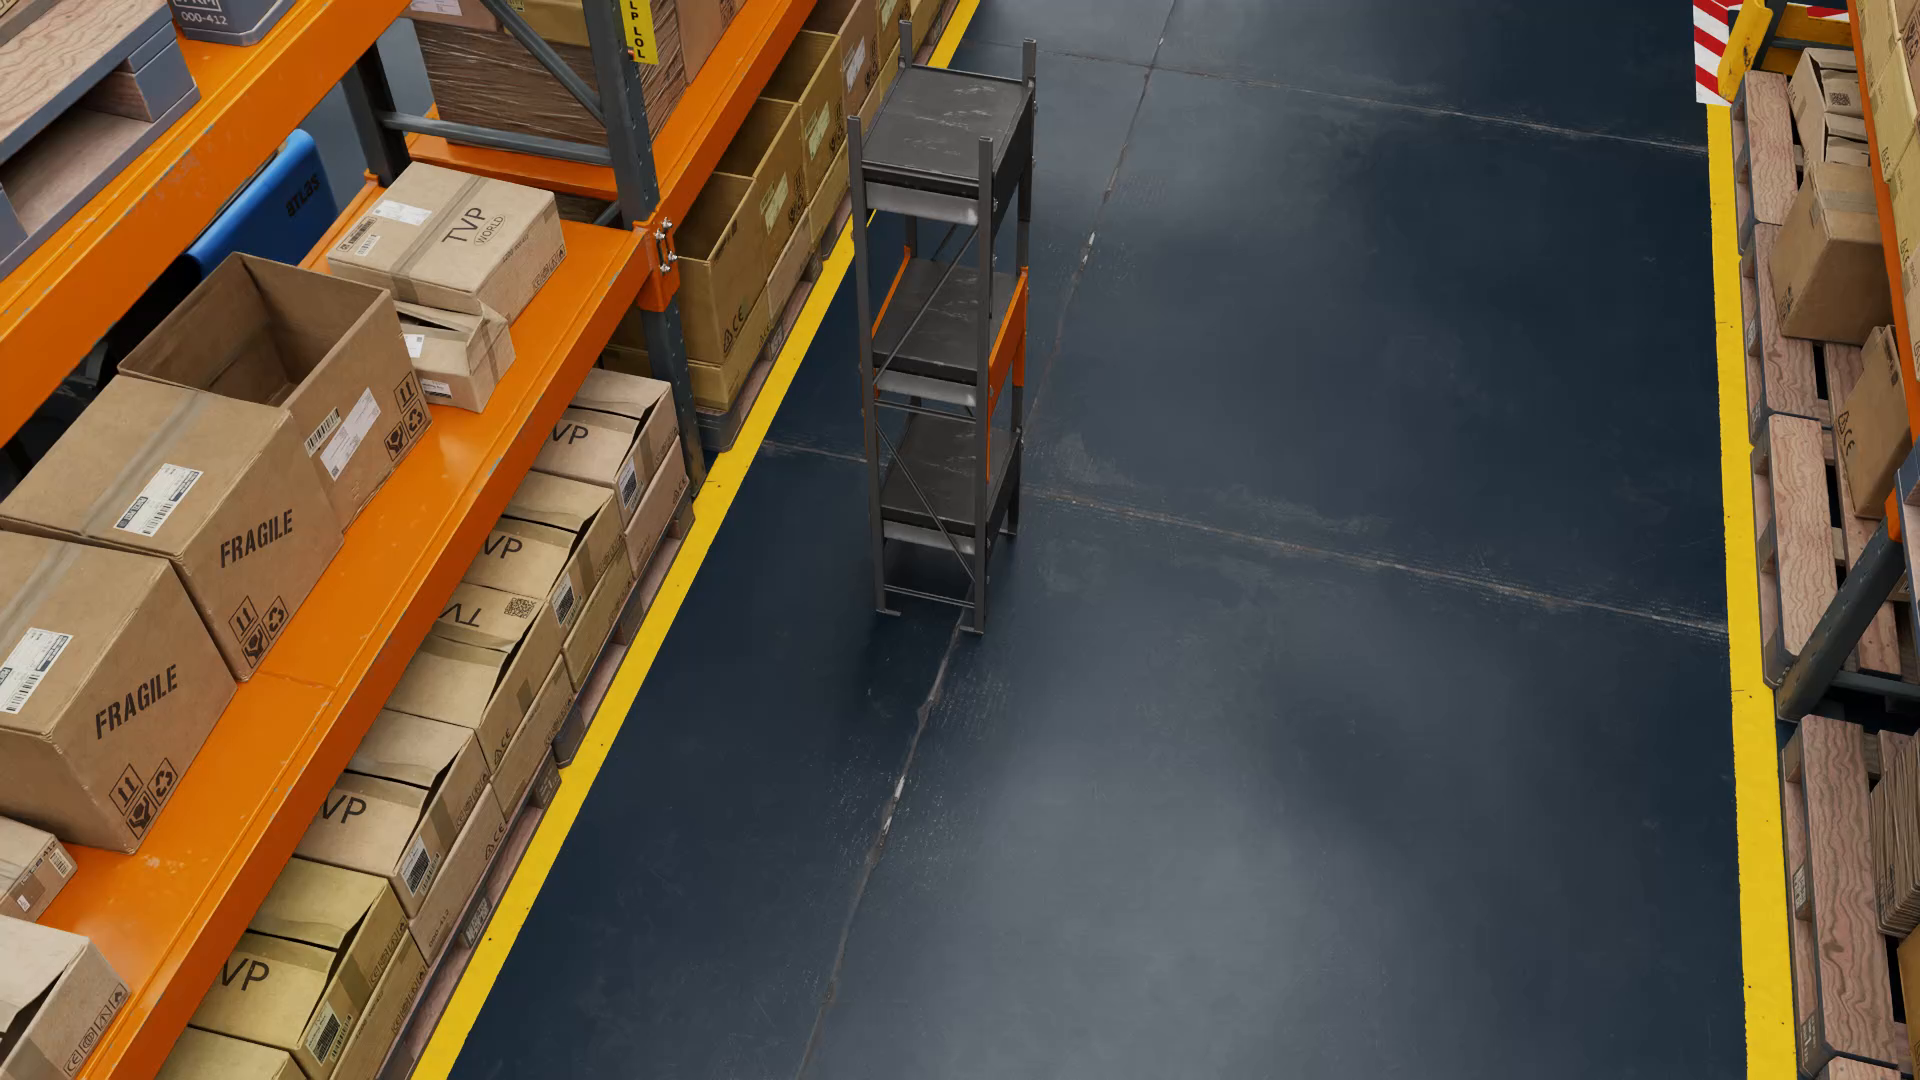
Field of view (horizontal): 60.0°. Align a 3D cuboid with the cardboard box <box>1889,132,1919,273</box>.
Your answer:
[{"bbox_3d":[3.269,-1.037,5.251,0.500,0.250,0.500,12,50,10],"label":"cardboard box"}]

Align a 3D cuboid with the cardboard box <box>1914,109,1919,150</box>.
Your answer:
[{"bbox_3d":[3.250,-1.289,4.973,0.500,0.500,0.500,11,50,10],"label":"cardboard box"}]

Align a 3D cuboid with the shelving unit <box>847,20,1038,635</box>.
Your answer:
[{"bbox_3d":[-0.044,-0.575,5.357,0.431,2.100,0.503,12,50,10],"label":"shelving unit"}]

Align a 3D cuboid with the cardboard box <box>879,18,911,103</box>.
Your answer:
[{"bbox_3d":[-0.536,-2.244,7.783,0.500,0.250,0.500,12,50,10],"label":"cardboard box"}]

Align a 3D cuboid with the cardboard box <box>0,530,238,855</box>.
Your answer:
[{"bbox_3d":[-2.109,0.350,3.874,0.500,0.500,0.500,9,49,8],"label":"cardboard box"}]

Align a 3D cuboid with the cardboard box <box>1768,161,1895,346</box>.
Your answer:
[{"bbox_3d":[3.690,-1.115,6.607,0.700,0.500,0.500,9,49,8],"label":"cardboard box"}]

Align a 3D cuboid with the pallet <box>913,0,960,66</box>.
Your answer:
[{"bbox_3d":[-0.590,-2.703,8.494,1.003,0.211,1.213,12,50,10],"label":"pallet"}]

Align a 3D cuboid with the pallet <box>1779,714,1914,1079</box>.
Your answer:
[{"bbox_3d":[3.094,1.168,5.079,1.003,0.211,1.213,12,50,10],"label":"pallet"}]

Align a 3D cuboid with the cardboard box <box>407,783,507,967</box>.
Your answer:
[{"bbox_3d":[-1.716,0.938,4.975,0.500,0.250,0.500,12,50,11],"label":"cardboard box"}]

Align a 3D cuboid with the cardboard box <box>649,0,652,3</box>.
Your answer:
[{"bbox_3d":[-1.159,-1.879,5.408,0.380,0.149,0.250,12,50,11],"label":"cardboard box"}]

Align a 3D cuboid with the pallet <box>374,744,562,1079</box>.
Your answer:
[{"bbox_3d":[-1.958,1.055,5.178,1.003,0.211,1.213,12,50,10],"label":"pallet"}]

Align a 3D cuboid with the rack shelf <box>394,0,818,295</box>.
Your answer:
[{"bbox_3d":[-0.956,-2.502,6.937,1.077,0.370,4.000,12,50,10],"label":"rack shelf"}]

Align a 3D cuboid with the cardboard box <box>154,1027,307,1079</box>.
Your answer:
[{"bbox_3d":[-1.984,1.483,4.121,0.500,0.311,0.500,10,49,9],"label":"cardboard box"}]

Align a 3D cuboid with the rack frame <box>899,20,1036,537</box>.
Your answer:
[{"bbox_3d":[0.021,-0.752,5.513,0.400,2.100,0.015,12,50,10],"label":"rack frame"}]

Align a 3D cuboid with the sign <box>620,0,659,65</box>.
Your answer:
[{"bbox_3d":[-0.956,-1.550,4.898,0.100,0.325,0.005,12,50,10],"label":"sign"}]

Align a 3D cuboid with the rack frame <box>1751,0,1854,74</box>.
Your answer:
[{"bbox_3d":[4.351,-3.212,7.084,1.000,3.000,0.127,12,50,10],"label":"rack frame"}]

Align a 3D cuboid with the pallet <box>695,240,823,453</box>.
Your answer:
[{"bbox_3d":[-1.233,-0.938,6.937,1.003,0.211,1.213,12,50,10],"label":"pallet"}]

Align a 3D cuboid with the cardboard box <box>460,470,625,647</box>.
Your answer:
[{"bbox_3d":[-1.443,0.019,5.412,0.500,0.311,0.500,13,50,11],"label":"cardboard box"}]

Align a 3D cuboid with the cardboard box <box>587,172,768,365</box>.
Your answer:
[{"bbox_3d":[-1.058,-1.044,6.225,0.500,0.500,0.500,12,50,10],"label":"cardboard box"}]

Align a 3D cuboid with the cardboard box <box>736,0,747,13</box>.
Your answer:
[{"bbox_3d":[-1.103,-2.394,6.295,0.700,0.500,0.500,12,50,11],"label":"cardboard box"}]

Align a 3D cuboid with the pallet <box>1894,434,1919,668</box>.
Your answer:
[{"bbox_3d":[2.956,0.269,4.140,1.003,0.211,1.213,12,50,10],"label":"pallet"}]

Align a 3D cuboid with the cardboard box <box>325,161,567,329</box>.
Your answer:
[{"bbox_3d":[-1.570,-0.879,5.125,0.500,0.250,0.500,14,50,12],"label":"cardboard box"}]

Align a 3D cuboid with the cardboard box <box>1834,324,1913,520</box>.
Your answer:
[{"bbox_3d":[3.532,-0.396,5.972,0.500,0.500,0.500,8,49,7],"label":"cardboard box"}]

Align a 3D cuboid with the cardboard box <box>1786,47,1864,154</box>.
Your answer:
[{"bbox_3d":[4.082,-1.985,7.501,0.500,0.311,0.500,7,49,6],"label":"cardboard box"}]

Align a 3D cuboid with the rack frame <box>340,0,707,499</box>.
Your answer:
[{"bbox_3d":[-1.482,-1.293,5.391,1.000,3.000,0.127,12,50,10],"label":"rack frame"}]

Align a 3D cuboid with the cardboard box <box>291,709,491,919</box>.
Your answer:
[{"bbox_3d":[-1.713,0.742,4.774,0.500,0.311,0.500,11,49,10],"label":"cardboard box"}]

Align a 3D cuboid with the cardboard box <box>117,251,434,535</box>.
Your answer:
[{"bbox_3d":[-1.839,-0.393,4.530,0.500,0.500,0.500,15,50,13],"label":"cardboard box"}]

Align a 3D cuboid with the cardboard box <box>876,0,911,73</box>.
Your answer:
[{"bbox_3d":[-0.533,-2.491,7.502,0.500,0.500,0.500,12,50,10],"label":"cardboard box"}]

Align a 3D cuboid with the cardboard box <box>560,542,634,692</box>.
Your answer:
[{"bbox_3d":[-1.447,0.200,5.627,0.500,0.250,0.500,11,49,9],"label":"cardboard box"}]

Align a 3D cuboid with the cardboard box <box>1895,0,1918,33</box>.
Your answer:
[{"bbox_3d":[3.529,-2.027,5.625,0.500,0.500,0.500,13,50,11],"label":"cardboard box"}]

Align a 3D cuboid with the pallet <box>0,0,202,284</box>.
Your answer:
[{"bbox_3d":[-2.151,-0.648,2.947,1.003,0.211,1.213,14,50,12],"label":"pallet"}]

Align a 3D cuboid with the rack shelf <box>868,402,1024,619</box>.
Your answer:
[{"bbox_3d":[-0.044,-0.103,5.892,0.431,0.518,0.480,12,50,10],"label":"rack shelf"}]

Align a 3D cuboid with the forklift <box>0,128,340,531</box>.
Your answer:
[{"bbox_3d":[-3.280,-0.821,5.020,1.130,2.935,3.031,12,50,11],"label":"forklift"}]

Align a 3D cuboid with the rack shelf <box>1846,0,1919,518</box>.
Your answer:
[{"bbox_3d":[3.824,-1.527,6.077,1.077,0.370,4.000,12,50,10],"label":"rack shelf"}]

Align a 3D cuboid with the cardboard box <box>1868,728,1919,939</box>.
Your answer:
[{"bbox_3d":[3.120,0.899,4.830,0.700,0.500,0.500,13,50,11],"label":"cardboard box"}]

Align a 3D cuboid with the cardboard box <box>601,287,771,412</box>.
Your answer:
[{"bbox_3d":[-1.068,-0.798,6.508,0.500,0.250,0.500,12,50,10],"label":"cardboard box"}]

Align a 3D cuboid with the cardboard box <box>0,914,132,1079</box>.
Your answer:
[{"bbox_3d":[-2.113,1.021,3.408,0.500,0.311,0.500,11,49,10],"label":"cardboard box"}]

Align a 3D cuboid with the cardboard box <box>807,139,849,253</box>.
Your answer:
[{"bbox_3d":[-0.795,-1.519,7.144,0.500,0.250,0.500,12,50,10],"label":"cardboard box"}]

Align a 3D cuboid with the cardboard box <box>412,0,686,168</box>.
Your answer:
[{"bbox_3d":[-1.372,-1.649,5.638,0.700,0.500,0.500,10,49,9],"label":"cardboard box"}]

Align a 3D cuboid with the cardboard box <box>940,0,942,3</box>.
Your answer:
[{"bbox_3d":[-0.286,-2.970,8.424,0.500,0.250,0.500,12,50,10],"label":"cardboard box"}]

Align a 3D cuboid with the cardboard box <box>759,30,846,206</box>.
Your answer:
[{"bbox_3d":[-0.795,-1.768,6.863,0.500,0.500,0.500,12,50,10],"label":"cardboard box"}]

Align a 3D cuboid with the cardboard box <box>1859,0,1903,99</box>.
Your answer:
[{"bbox_3d":[3.518,-1.768,5.896,0.500,0.250,0.500,12,50,10],"label":"cardboard box"}]
